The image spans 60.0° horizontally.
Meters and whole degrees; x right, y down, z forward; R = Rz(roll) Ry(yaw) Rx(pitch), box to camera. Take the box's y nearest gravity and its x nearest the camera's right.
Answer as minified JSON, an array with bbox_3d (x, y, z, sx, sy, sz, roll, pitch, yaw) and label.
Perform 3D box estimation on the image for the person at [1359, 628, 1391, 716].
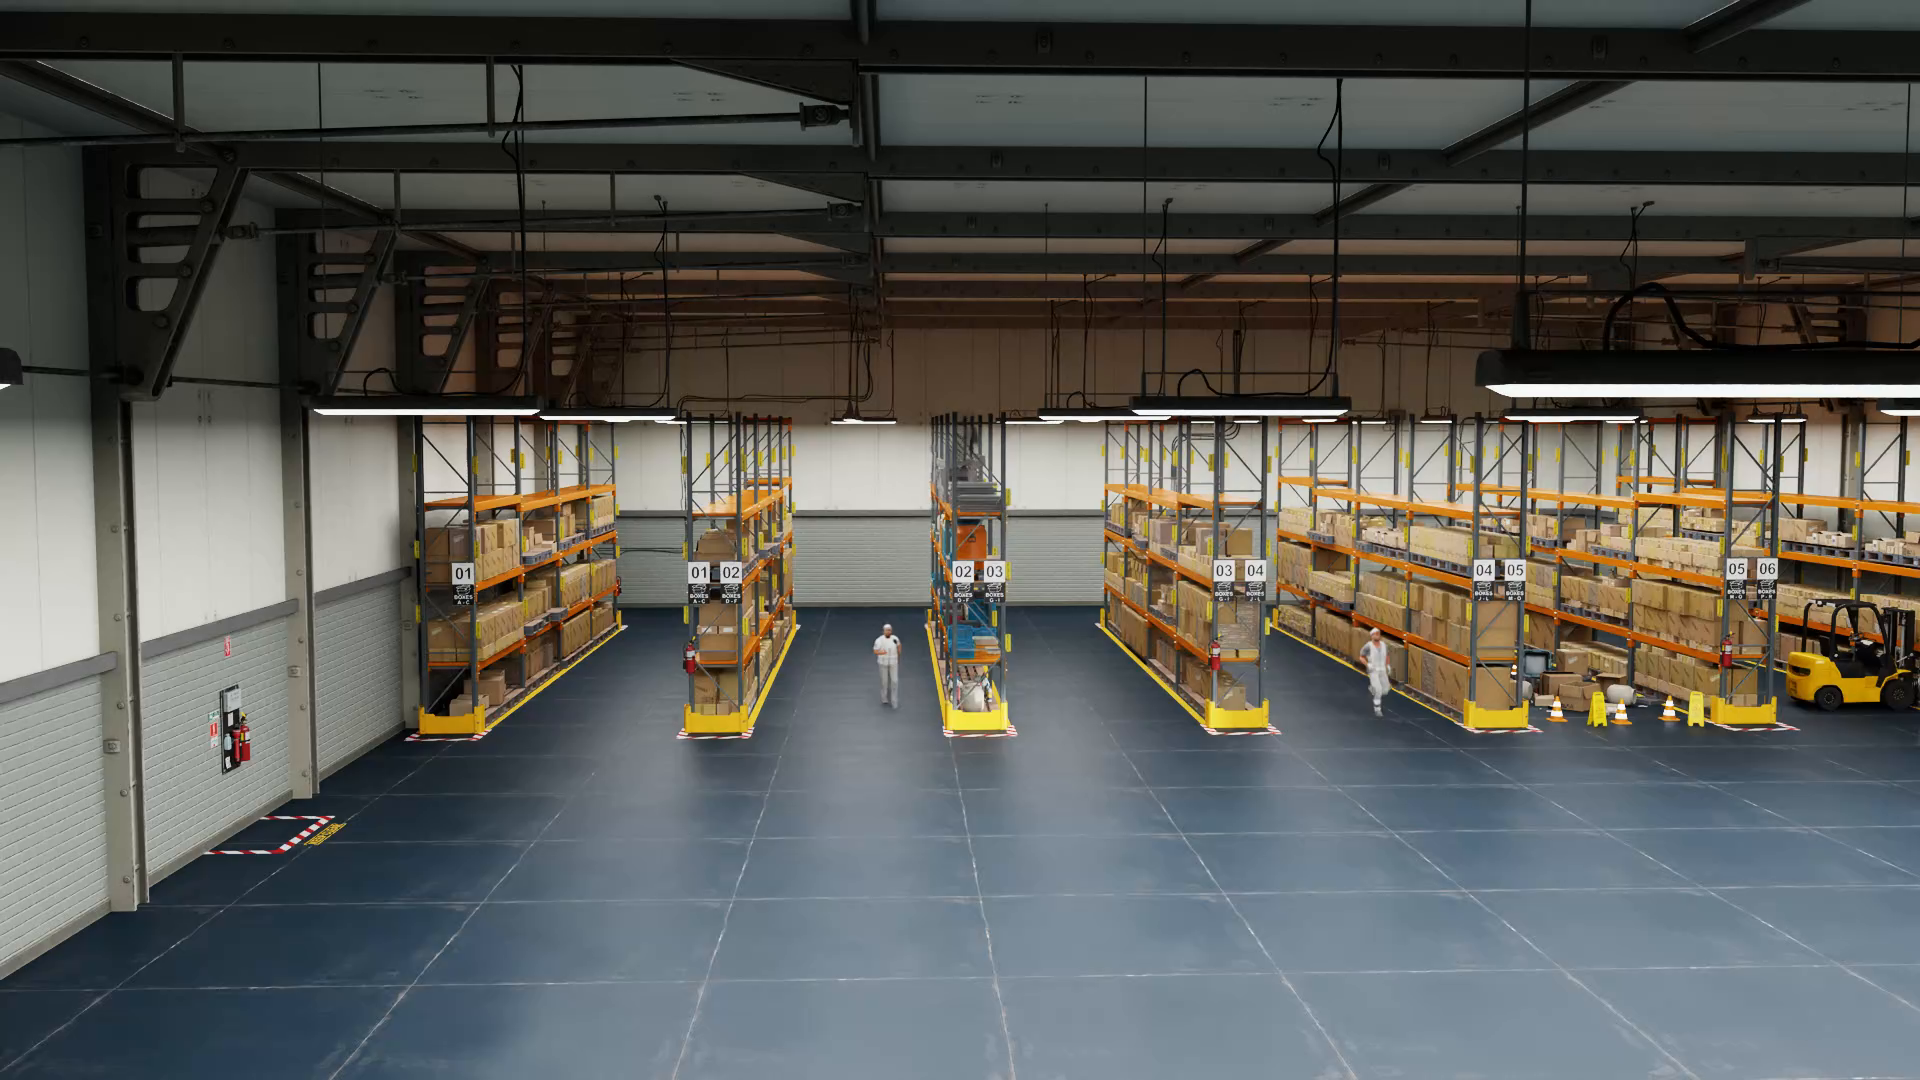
[{"bbox_3d":[8.273,2.612,33.167,0.676,1.725,0.675,-1,4,-19],"label":"person"}]

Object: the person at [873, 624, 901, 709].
[{"bbox_3d":[-1.484,2.576,34.072,0.594,1.720,0.825,-1,4,-9],"label":"person"}]

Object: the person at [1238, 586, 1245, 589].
[{"bbox_3d":[7.980,1.631,47.902,0.693,1.686,0.750,2,5,32],"label":"person"}]

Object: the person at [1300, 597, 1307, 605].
[{"bbox_3d":[10.178,1.674,48.827,0.680,1.508,0.639,-1,4,-13],"label":"person"}]
